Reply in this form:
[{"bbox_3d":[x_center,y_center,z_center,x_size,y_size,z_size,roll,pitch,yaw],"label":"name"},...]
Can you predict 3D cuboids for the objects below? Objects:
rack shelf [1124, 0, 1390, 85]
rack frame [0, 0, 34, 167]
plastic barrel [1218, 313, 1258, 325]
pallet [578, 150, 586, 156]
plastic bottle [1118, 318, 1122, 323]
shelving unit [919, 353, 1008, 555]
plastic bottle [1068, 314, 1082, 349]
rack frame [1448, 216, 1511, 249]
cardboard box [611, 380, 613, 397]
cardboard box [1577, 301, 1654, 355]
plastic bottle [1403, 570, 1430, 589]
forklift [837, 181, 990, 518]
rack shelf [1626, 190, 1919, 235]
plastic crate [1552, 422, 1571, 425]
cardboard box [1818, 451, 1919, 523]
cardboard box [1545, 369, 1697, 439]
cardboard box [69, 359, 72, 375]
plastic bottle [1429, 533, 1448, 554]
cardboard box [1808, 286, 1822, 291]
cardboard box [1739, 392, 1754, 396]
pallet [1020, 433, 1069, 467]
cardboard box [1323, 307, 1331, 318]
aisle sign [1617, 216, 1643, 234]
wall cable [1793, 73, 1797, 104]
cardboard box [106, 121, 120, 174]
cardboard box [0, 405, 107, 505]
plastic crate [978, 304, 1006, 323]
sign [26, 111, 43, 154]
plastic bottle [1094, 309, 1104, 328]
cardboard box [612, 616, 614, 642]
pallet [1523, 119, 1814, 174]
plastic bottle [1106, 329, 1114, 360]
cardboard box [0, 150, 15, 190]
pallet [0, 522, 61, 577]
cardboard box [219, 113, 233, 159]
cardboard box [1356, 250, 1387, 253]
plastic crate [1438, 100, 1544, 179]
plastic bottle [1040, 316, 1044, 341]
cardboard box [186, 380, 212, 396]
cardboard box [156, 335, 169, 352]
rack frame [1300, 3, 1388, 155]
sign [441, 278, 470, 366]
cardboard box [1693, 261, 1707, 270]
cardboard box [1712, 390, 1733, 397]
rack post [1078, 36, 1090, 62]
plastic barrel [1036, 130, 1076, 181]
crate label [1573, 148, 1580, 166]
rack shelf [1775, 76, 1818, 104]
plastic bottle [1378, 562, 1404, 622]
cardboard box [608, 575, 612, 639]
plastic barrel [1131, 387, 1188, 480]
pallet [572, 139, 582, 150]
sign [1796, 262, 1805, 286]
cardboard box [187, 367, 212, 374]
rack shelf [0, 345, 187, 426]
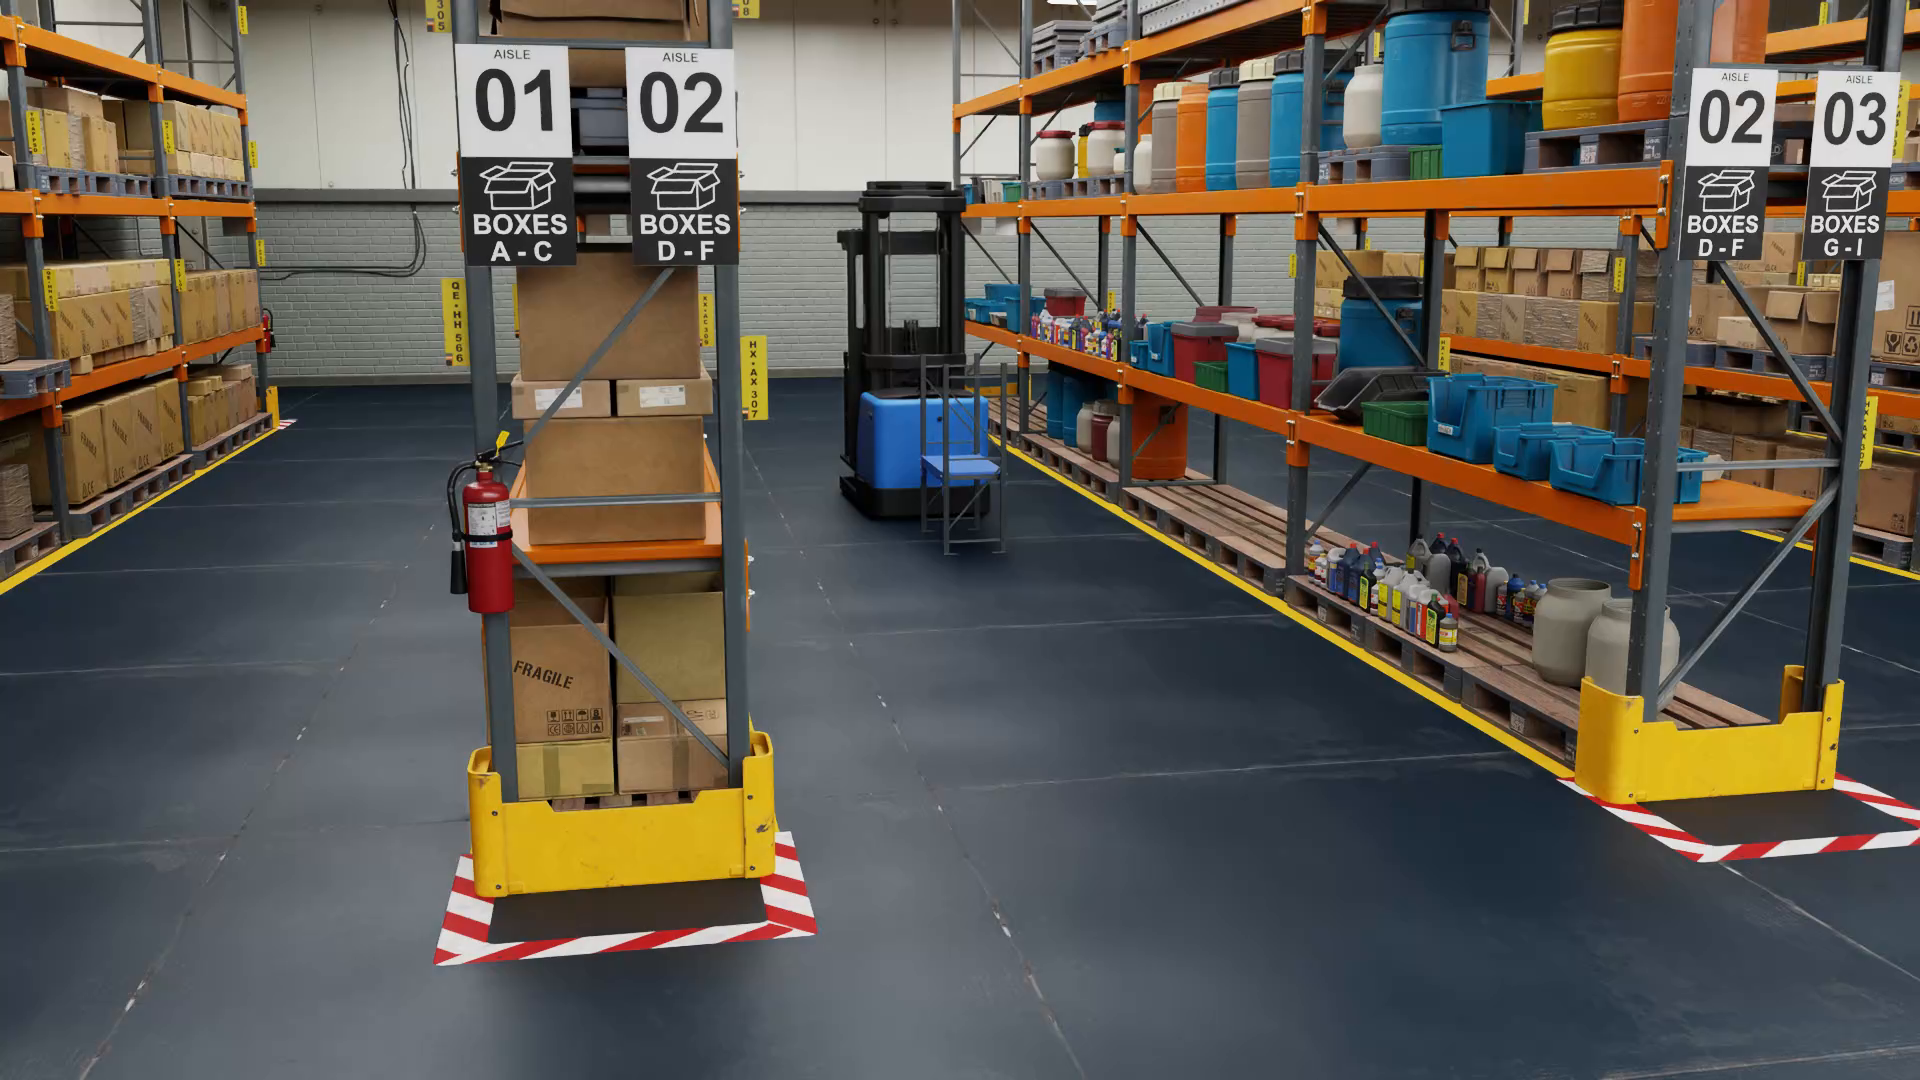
[{"bbox_3d":[2.349,-3.823,12.709,1.077,0.370,4.000,-2,11,-11],"label":"rack shelf"},{"bbox_3d":[-7.758,-4.379,12.639,1.000,3.000,0.127,-2,11,-11],"label":"rack frame"},{"bbox_3d":[2.369,-1.667,14.132,0.421,0.512,0.421,0,11,0],"label":"plastic barrel"},{"bbox_3d":[-2.306,-2.420,10.880,0.805,0.209,1.217,-3,11,-13],"label":"pallet"},{"bbox_3d":[1.745,-2.245,17.803,0.152,0.276,0.135,-2,11,-11],"label":"plastic bottle"},{"bbox_3d":[0.017,-0.721,13.474,0.538,1.500,1.048,-2,11,-11],"label":"shelving unit"},{"bbox_3d":[1.188,-2.126,16.975,0.144,0.351,0.185,-2,11,-11],"label":"plastic bottle"},{"bbox_3d":[6.040,-2.706,19.893,1.000,3.000,0.127,-2,11,-11],"label":"rack frame"},{"bbox_3d":[-1.754,-0.718,7.444,0.380,0.149,0.250,-2,11,-10],"label":"cardboard box"},{"bbox_3d":[6.479,-2.103,16.458,0.500,0.500,0.500,-2,11,-9],"label":"cardboard box"},{"bbox_3d":[2.748,0.329,10.056,0.152,0.276,0.135,-2,11,-11],"label":"plastic bottle"},{"bbox_3d":[-0.547,-1.868,15.670,1.130,2.935,3.031,-2,11,-12],"label":"forklift"},{"bbox_3d":[7.207,-2.726,13.898,1.077,0.370,4.000,-2,11,-11],"label":"rack shelf"},{"bbox_3d":[3.302,-0.641,9.747,0.530,0.136,0.437,-2,11,-11],"label":"plastic crate"},{"bbox_3d":[7.424,-0.429,13.436,0.700,0.500,0.500,-2,11,-11],"label":"cardboard box"},{"bbox_3d":[6.704,-1.263,16.867,1.225,0.875,0.875,-3,11,-14],"label":"cardboard box"},{"bbox_3d":[-7.635,-1.434,13.827,0.380,0.149,0.250,-2,11,-10],"label":"cardboard box"},{"bbox_3d":[3.146,0.134,10.879,0.144,0.351,0.185,-2,11,-13],"label":"plastic bottle"},{"bbox_3d":[10.551,-3.008,20.233,0.380,0.149,0.250,-2,11,-10],"label":"cardboard box"},{"bbox_3d":[10.418,-1.964,21.699,0.380,0.149,0.250,-3,11,-13],"label":"cardboard box"},{"bbox_3d":[1.291,-1.013,18.456,1.003,0.211,1.213,-2,11,-11],"label":"pallet"},{"bbox_3d":[5.161,-3.098,22.621,0.380,0.149,0.250,-2,11,-12],"label":"cardboard box"},{"bbox_3d":[9.839,-4.881,24.368,0.394,0.787,0.004,-2,11,-11],"label":"aisle sign"},{"bbox_3d":[14.339,-7.807,30.649,2.355,3.000,0.029,-2,11,-11],"label":"wall cable"},{"bbox_3d":[-8.473,-3.739,15.854,0.700,0.500,0.500,-3,11,-14],"label":"cardboard box"},{"bbox_3d":[-7.772,-0.722,14.095,0.750,0.750,0.750,-2,11,-12],"label":"cardboard box"},{"bbox_3d":[0.443,-2.853,20.953,0.416,0.233,0.300,-2,11,-11],"label":"plastic crate"},{"bbox_3d":[-7.225,-3.179,12.973,0.100,0.325,0.005,-2,11,-11],"label":"sign"},{"bbox_3d":[1.540,-2.340,18.101,0.144,0.351,0.185,-2,11,-11],"label":"plastic bottle"},{"bbox_3d":[-2.237,0.453,9.526,0.500,0.250,0.500,-2,11,-11],"label":"cardboard box"},{"bbox_3d":[3.451,-1.861,7.937,1.003,0.211,1.213,-2,11,-11],"label":"pallet"},{"bbox_3d":[1.418,-1.836,15.634,0.061,0.283,0.133,-2,11,-11],"label":"plastic bottle"},{"bbox_3d":[-7.353,-2.750,12.284,0.500,0.311,0.500,-2,11,-11],"label":"cardboard box"},{"bbox_3d":[-7.608,0.081,12.707,1.003,0.211,1.213,-2,11,-11],"label":"pallet"},{"bbox_3d":[-8.817,-4.707,19.386,0.500,0.500,0.500,-2,11,-9],"label":"cardboard box"},{"bbox_3d":[5.615,-3.801,23.245,0.500,0.500,0.500,-2,11,-10],"label":"cardboard box"},{"bbox_3d":[2.850,-2.130,8.885,0.392,0.384,0.575,-2,11,-11],"label":"plastic crate"},{"bbox_3d":[0.920,-2.317,18.194,0.097,0.271,0.097,0,11,0],"label":"plastic bottle"},{"bbox_3d":[-8.469,-1.673,18.293,0.380,0.149,0.250,-2,11,-9],"label":"cardboard box"},{"bbox_3d":[-8.120,-1.955,16.565,0.380,0.149,0.250,-2,11,-10],"label":"cardboard box"},{"bbox_3d":[2.738,-4.006,10.677,1.000,3.000,0.127,-2,11,-11],"label":"rack frame"},{"bbox_3d":[-1.879,-0.814,6.220,0.100,0.325,0.005,-2,11,-11],"label":"sign"},{"bbox_3d":[10.260,-3.914,22.503,0.500,0.500,0.500,-2,11,-13],"label":"cardboard box"},{"bbox_3d":[10.313,-1.923,22.281,0.380,0.149,0.250,-2,11,-11],"label":"cardboard box"},{"bbox_3d":[1.700,-4.861,16.507,0.937,0.300,0.954,-1,11,-5],"label":"rack post"},{"bbox_3d":[1.038,-4.167,18.059,0.433,0.535,0.433,0,11,0],"label":"plastic barrel"},{"bbox_3d":[3.476,-2.081,8.984,0.502,0.251,0.408,-2,11,-11],"label":"crate label"},{"bbox_3d":[10.536,-5.827,22.177,1.077,0.370,4.000,-2,11,-11],"label":"rack shelf"},{"bbox_3d":[2.607,0.302,9.996,0.144,0.351,0.185,-2,11,-11],"label":"plastic bottle"},{"bbox_3d":[-2.045,0.268,8.491,0.500,0.500,0.500,-2,11,-11],"label":"cardboard box"},{"bbox_3d":[1.848,-1.022,15.724,0.600,0.830,0.708,-2,11,-11],"label":"plastic barrel"},{"bbox_3d":[-1.930,-2.154,9.206,1.003,0.211,1.213,-2,11,-11],"label":"pallet"},{"bbox_3d":[10.394,-3.272,20.552,0.100,0.325,0.005,-2,11,-11],"label":"sign"},{"bbox_3d":[-9.201,-1.995,19.981,0.380,0.149,0.250,-2,11,-11],"label":"cardboard box"},{"bbox_3d":[-8.147,-1.446,15.194,1.077,0.370,4.000,-2,11,-11],"label":"rack shelf"}]
